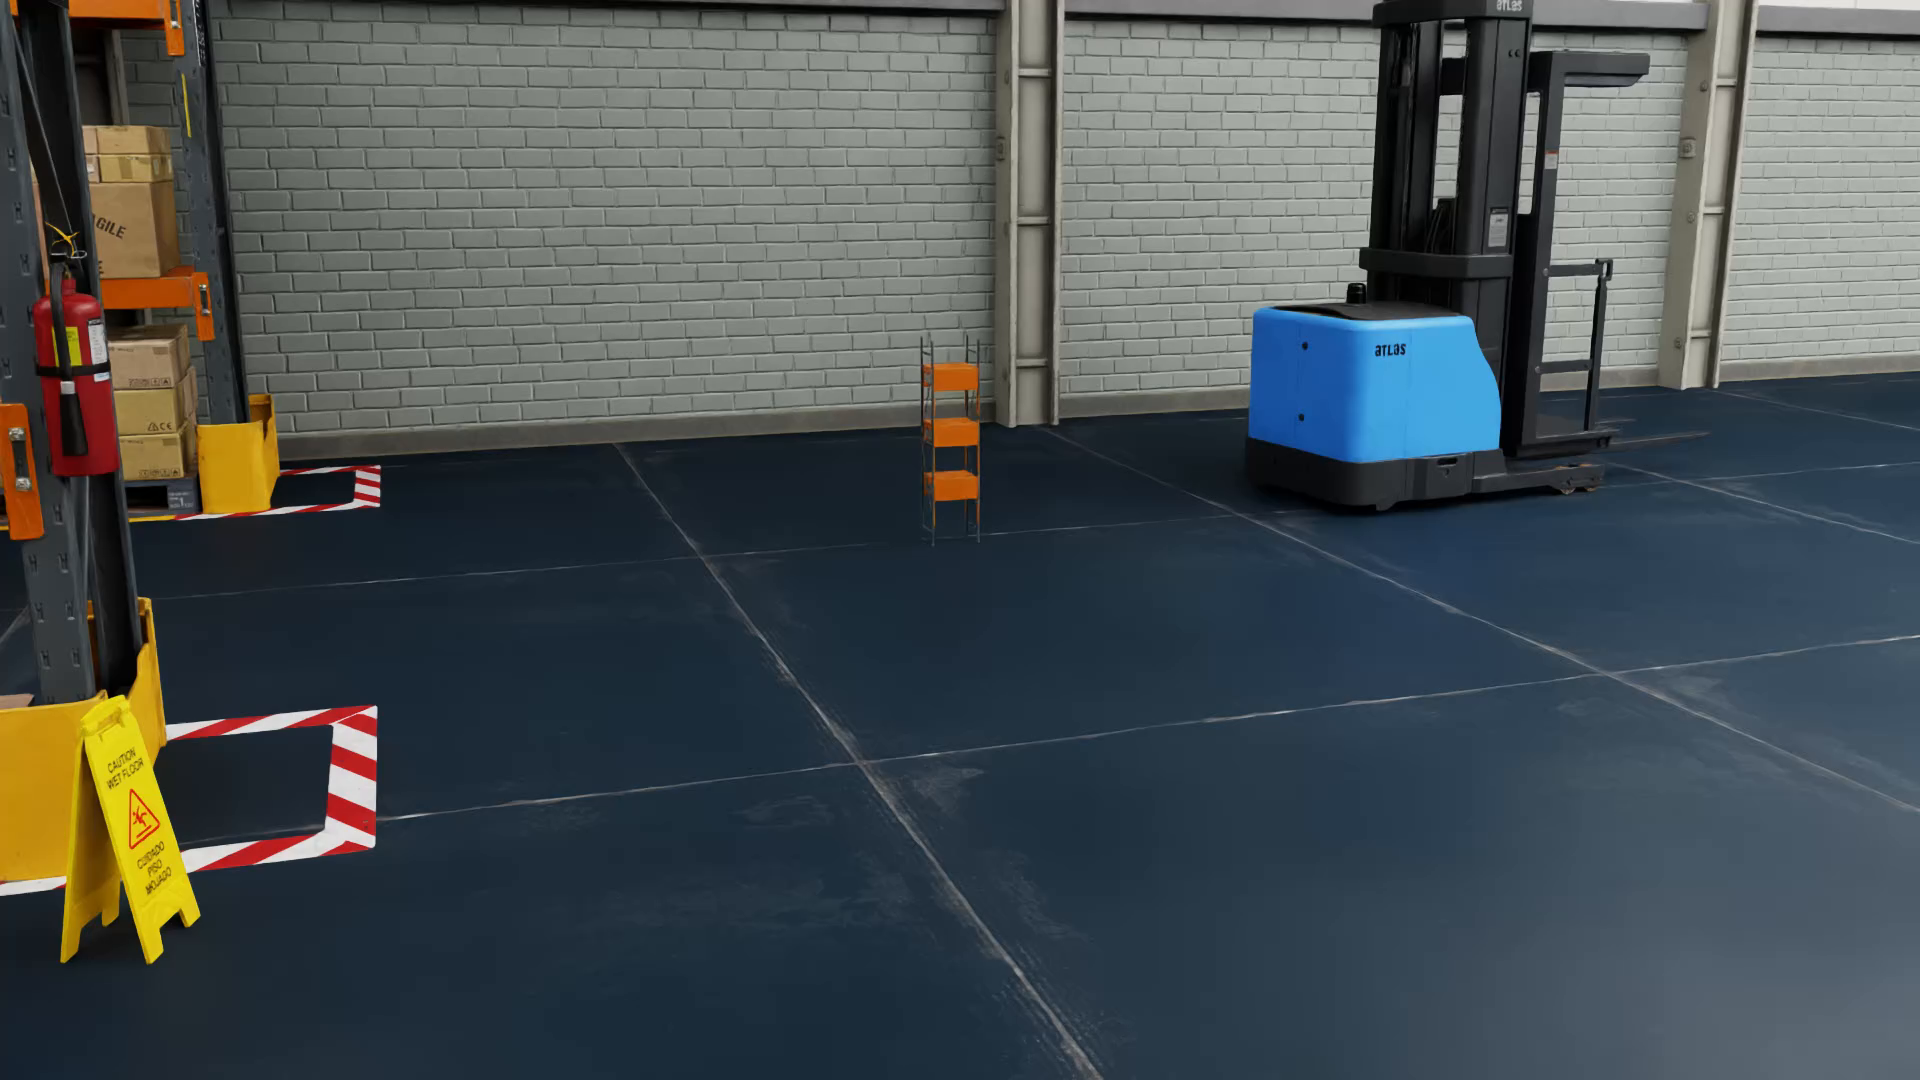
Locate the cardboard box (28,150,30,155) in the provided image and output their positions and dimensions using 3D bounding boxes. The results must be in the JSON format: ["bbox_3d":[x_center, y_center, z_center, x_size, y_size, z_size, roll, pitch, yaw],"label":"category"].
[{"bbox_3d":[-4.983,-2.121,8.817,0.250,0.149,0.380,-4,14,-17],"label":"cardboard box"}]

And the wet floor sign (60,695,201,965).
[{"bbox_3d":[-2.139,0.719,4.225,0.232,0.644,0.267,0,13,1],"label":"wet floor sign"}]

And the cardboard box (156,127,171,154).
[{"bbox_3d":[-4.634,-2.266,9.427,0.250,0.149,0.380,-5,14,-19],"label":"cardboard box"}]

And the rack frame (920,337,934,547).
[{"bbox_3d":[-0.166,-0.498,8.467,0.008,1.050,0.200,-4,14,-18],"label":"rack frame"}]

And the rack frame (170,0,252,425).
[{"bbox_3d":[-4.247,-1.735,9.455,0.127,3.000,1.000,-4,14,-18],"label":"rack frame"}]

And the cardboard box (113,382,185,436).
[{"bbox_3d":[-4.609,-0.740,9.228,0.500,0.250,0.500,-5,14,-19],"label":"cardboard box"}]

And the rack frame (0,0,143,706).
[{"bbox_3d":[-2.661,-0.647,4.880,0.127,3.000,1.000,-4,14,-18],"label":"rack frame"}]

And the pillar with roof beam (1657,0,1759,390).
[{"bbox_3d":[7.552,-4.741,9.130,0.400,9.000,9.100,-4,14,-18],"label":"pillar with roof beam"}]

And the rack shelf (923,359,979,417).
[{"bbox_3d":[-0.051,-0.773,8.441,0.240,0.259,0.215,-4,14,-18],"label":"rack shelf"}]

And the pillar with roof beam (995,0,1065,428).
[{"bbox_3d":[1.865,-4.299,7.268,0.400,9.000,9.100,-4,14,-18],"label":"pillar with roof beam"}]

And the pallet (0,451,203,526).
[{"bbox_3d":[-4.959,-0.313,9.502,1.213,0.211,1.003,-4,14,-18],"label":"pallet"}]

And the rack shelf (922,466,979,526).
[{"bbox_3d":[-0.051,-0.226,8.571,0.240,0.259,0.215,-4,14,-18],"label":"rack shelf"}]

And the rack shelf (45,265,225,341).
[{"bbox_3d":[-6.143,-1.238,8.918,4.000,0.370,1.077,-4,14,-18],"label":"rack shelf"}]

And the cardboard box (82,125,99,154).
[{"bbox_3d":[-4.744,-2.146,8.924,0.250,0.149,0.380,-4,14,-18],"label":"cardboard box"}]

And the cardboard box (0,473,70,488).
[{"bbox_3d":[-5.066,-0.463,9.142,0.500,0.250,0.500,-4,14,-18],"label":"cardboard box"}]

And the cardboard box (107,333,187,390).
[{"bbox_3d":[-4.584,-0.986,9.179,0.500,0.250,0.500,-4,14,-16],"label":"cardboard box"}]

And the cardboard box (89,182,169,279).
[{"bbox_3d":[-4.630,-1.690,9.049,0.500,0.500,0.500,-5,14,-19],"label":"cardboard box"}]

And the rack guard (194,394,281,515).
[{"bbox_3d":[-4.225,-0.521,9.752,0.348,0.500,1.175,-4,14,-18],"label":"rack guard"}]

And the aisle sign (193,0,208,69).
[{"bbox_3d":[-4.091,-2.940,8.904,0.004,0.787,0.394,-4,14,-18],"label":"aisle sign"}]

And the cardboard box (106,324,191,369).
[{"bbox_3d":[-4.763,-1.094,9.635,0.500,0.250,0.500,-5,14,-19],"label":"cardboard box"}]

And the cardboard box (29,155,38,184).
[{"bbox_3d":[-4.985,-1.981,8.872,0.250,0.149,0.380,-4,14,-17],"label":"cardboard box"}]

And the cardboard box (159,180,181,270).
[{"bbox_3d":[-4.806,-1.808,9.546,0.500,0.500,0.500,-4,14,-16],"label":"cardboard box"}]

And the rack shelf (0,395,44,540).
[{"bbox_3d":[-4.556,-0.149,4.342,4.000,0.370,1.077,-4,14,-18],"label":"rack shelf"}]

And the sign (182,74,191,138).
[{"bbox_3d":[-4.088,-2.294,8.789,0.005,0.325,0.100,-4,14,-18],"label":"sign"}]

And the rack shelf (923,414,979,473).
[{"bbox_3d":[-0.051,-0.497,8.507,0.240,0.259,0.215,-4,14,-18],"label":"rack shelf"}]

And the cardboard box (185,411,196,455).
[{"bbox_3d":[-4.775,-0.608,9.753,0.500,0.250,0.500,-4,14,-18],"label":"cardboard box"}]

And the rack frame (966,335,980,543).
[{"bbox_3d":[0.065,-0.516,8.543,0.008,1.050,0.200,-4,14,-18],"label":"rack frame"}]

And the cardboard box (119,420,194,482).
[{"bbox_3d":[-4.592,-0.498,9.288,0.500,0.250,0.500,-4,14,-18],"label":"cardboard box"}]

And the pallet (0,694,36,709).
[{"bbox_3d":[-3.514,0.768,4.959,1.213,0.211,1.003,-4,14,-18],"label":"pallet"}]

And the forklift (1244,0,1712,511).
[{"bbox_3d":[3.255,-1.798,9.868,3.031,2.935,1.130,-7,15,-26],"label":"forklift"}]

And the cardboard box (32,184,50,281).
[{"bbox_3d":[-5.125,-1.654,8.897,0.500,0.500,0.500,-4,14,-16],"label":"cardboard box"}]

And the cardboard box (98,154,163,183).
[{"bbox_3d":[-4.487,-2.012,9.003,0.250,0.149,0.380,-4,14,-17],"label":"cardboard box"}]

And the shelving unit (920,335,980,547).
[{"bbox_3d":[-0.051,-0.507,8.505,0.252,1.050,0.215,-4,14,-18],"label":"shelving unit"}]

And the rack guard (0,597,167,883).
[{"bbox_3d":[-2.733,0.575,5.145,0.348,0.500,1.175,-4,14,-18],"label":"rack guard"}]

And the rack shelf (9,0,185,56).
[{"bbox_3d":[-6.143,-2.697,8.571,4.000,0.370,1.077,-4,14,-18],"label":"rack shelf"}]

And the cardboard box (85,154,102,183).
[{"bbox_3d":[-4.719,-1.987,8.896,0.250,0.149,0.380,-4,14,-17],"label":"cardboard box"}]

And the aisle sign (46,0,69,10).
[{"bbox_3d":[-2.701,-1.984,4.884,0.004,0.787,0.394,-4,14,-18],"label":"aisle sign"}]

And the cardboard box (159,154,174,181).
[{"bbox_3d":[-4.652,-2.131,9.503,0.250,0.149,0.380,-5,14,-20],"label":"cardboard box"}]

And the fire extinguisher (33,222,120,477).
[{"bbox_3d":[-2.405,-0.517,4.499,0.183,0.674,0.296,-4,14,-18],"label":"fire extinguisher"}]

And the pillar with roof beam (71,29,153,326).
[{"bbox_3d":[-3.822,-3.856,5.407,0.400,9.000,9.100,-4,14,-18],"label":"pillar with roof beam"}]

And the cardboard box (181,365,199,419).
[{"bbox_3d":[-4.759,-0.856,9.713,0.500,0.250,0.500,-4,14,-17],"label":"cardboard box"}]

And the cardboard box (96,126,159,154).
[{"bbox_3d":[-4.520,-2.171,9.029,0.250,0.149,0.380,-4,14,-18],"label":"cardboard box"}]
